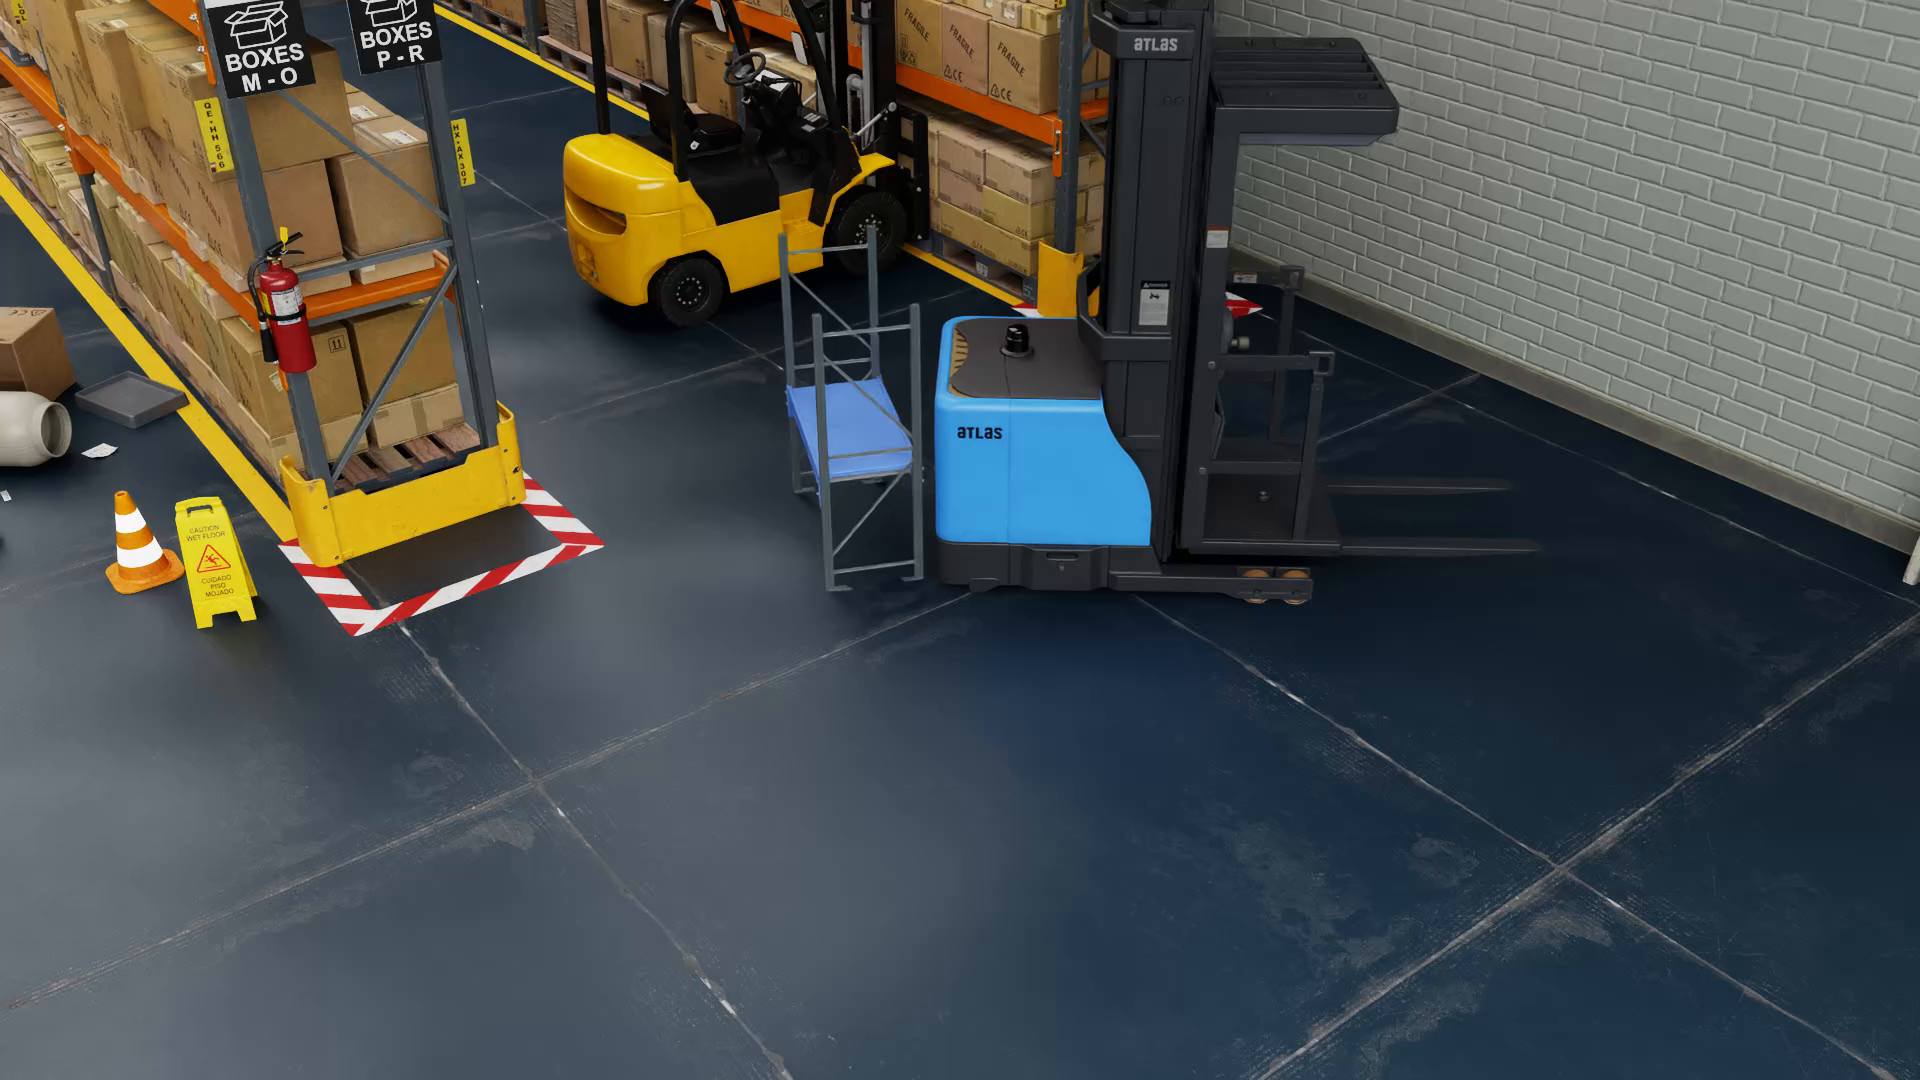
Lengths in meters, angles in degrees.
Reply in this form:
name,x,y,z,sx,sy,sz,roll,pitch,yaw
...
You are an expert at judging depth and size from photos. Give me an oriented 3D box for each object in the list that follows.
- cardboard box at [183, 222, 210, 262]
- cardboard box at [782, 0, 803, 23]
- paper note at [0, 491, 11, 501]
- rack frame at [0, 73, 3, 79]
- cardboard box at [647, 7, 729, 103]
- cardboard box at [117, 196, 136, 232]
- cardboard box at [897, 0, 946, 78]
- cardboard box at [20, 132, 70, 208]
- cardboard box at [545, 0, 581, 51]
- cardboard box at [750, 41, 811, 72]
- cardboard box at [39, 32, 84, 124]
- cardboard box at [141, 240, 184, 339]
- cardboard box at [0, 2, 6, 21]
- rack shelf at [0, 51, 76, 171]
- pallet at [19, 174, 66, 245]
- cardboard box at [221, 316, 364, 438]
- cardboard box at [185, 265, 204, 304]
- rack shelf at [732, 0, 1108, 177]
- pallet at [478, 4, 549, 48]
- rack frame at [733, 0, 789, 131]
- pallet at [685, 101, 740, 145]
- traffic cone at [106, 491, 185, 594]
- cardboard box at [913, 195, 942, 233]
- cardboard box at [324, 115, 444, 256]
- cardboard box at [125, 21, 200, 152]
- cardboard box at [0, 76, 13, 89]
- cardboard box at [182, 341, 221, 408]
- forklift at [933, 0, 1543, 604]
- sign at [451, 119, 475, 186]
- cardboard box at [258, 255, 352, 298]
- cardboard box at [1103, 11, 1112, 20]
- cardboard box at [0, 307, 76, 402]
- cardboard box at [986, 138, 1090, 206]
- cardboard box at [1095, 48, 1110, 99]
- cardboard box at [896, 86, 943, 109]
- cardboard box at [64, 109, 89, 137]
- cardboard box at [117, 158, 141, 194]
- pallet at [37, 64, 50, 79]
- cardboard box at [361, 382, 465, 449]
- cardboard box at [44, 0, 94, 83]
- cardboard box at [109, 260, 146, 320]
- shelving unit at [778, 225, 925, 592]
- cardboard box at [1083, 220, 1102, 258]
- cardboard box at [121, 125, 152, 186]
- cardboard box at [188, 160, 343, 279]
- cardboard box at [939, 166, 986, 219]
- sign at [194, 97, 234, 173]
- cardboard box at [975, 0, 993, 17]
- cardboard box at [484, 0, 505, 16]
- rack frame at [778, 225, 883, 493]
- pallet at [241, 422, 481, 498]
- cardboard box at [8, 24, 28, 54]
name,x,y,z,sx,sy,sz,roll,pitch,yaw
cardboard box,-3.835,-1.609,8.735,0.380,0.149,0.250,-22,38,-31
cardboard box,-1.008,-4.184,12.548,0.500,0.500,0.500,-22,38,-31
paper note,-5.241,-0.243,9.131,0.032,0.001,0.123,-22,38,-31
rack frame,-7.777,-4.682,13.445,1.000,3.000,0.127,-22,38,-31
cardboard box,-2.204,-4.332,14.734,0.875,0.625,0.625,-23,38,-32
cardboard box,-4.830,-2.001,10.011,0.380,0.149,0.250,-21,37,-30
cardboard box,-0.088,-3.551,11.529,0.500,0.500,0.500,-23,39,-32
cardboard box,-6.519,-2.883,12.641,0.950,0.372,0.625,-21,37,-30
cardboard box,-3.487,-5.195,16.124,0.875,0.625,0.625,-21,38,-30
cardboard box,-1.357,-3.754,13.212,0.500,0.250,0.500,-23,39,-32
cardboard box,-5.275,-2.910,10.216,0.500,0.500,0.500,-22,38,-32
cardboard box,-4.522,-1.575,9.940,0.500,0.500,0.500,-20,37,-29
cardboard box,-6.406,-3.904,11.418,0.500,0.500,0.500,-21,37,-30
rack shelf,-6.551,-3.543,12.293,1.077,0.370,4.000,-22,38,-31
pallet,-6.555,-2.663,12.838,1.003,0.211,1.213,-22,38,-31
cardboard box,-3.569,-0.926,8.896,0.500,0.500,0.500,-22,38,-31
cardboard box,-3.999,-1.439,9.106,0.380,0.149,0.250,-22,38,-31
rack shelf,-0.179,-3.483,12.197,1.077,0.370,4.000,-22,38,-31
pallet,-4.287,-5.428,17.290,1.003,0.211,1.213,-22,38,-31
rack frame,-1.406,-4.622,13.349,1.000,3.000,0.127,-22,38,-31
pallet,-1.888,-3.732,14.559,1.003,0.211,1.213,-22,38,-31
traffic cone,-4.154,-0.032,8.363,0.336,0.463,0.334,-22,38,-31
cardboard box,-0.088,-2.481,12.110,0.500,0.250,0.500,-22,38,-31
cardboard box,-2.943,-1.804,8.435,0.500,0.500,0.500,-23,39,-32
cardboard box,-3.662,-2.297,8.281,0.700,0.500,0.500,-22,38,-31
cardboard box,-8.135,-4.273,14.402,0.875,0.875,0.875,-23,38,-32
cardboard box,-4.217,-1.043,9.794,0.500,0.250,0.500,-24,39,-33
forklift,1.396,-1.214,7.926,3.031,2.935,1.130,1,32,2
sign,-2.443,-1.891,8.131,0.100,0.325,0.005,-22,38,-31
cardboard box,-3.270,-1.328,8.283,0.380,0.149,0.250,-21,37,-30
cardboard box,1.044,-3.499,10.831,0.380,0.149,0.250,-23,39,-33
cardboard box,-5.742,-1.067,9.992,0.500,0.500,0.500,1,32,2
cardboard box,0.518,-2.481,11.163,0.500,0.250,0.500,-21,37,-30
cardboard box,0.963,-3.294,11.116,0.500,0.500,0.500,-21,37,-30
cardboard box,-0.422,-3.113,12.180,0.500,0.250,0.500,-23,39,-32
cardboard box,-5.385,-2.673,10.449,0.380,0.149,0.250,-22,38,-32
cardboard box,-4.608,-2.137,9.586,0.380,0.149,0.250,-22,38,-31
pallet,-5.678,-3.299,11.400,1.003,0.211,1.213,-22,38,-31
cardboard box,-3.148,-0.784,9.377,0.500,0.250,0.500,-23,38,-32
cardboard box,-4.643,-2.917,9.279,0.700,0.500,0.500,-23,39,-32
cardboard box,-5.176,-1.692,10.839,0.500,0.250,0.500,-24,39,-33
shelving unit,-0.552,-0.675,8.415,0.538,1.500,1.048,-7,33,-12
cardboard box,0.900,-2.234,11.711,0.500,0.250,0.500,-22,38,-31
cardboard box,-4.325,-2.291,9.219,0.500,0.500,0.500,-22,38,-31
cardboard box,-3.422,-1.654,8.193,0.500,0.500,0.500,-23,39,-32
cardboard box,0.203,-2.492,11.654,0.500,0.250,0.500,-23,38,-32
sign,-3.322,-1.803,7.413,0.100,0.325,0.005,-22,38,-31
cardboard box,0.322,-3.552,10.917,0.380,0.149,0.250,-21,38,-31
cardboard box,-4.586,-5.725,17.095,0.500,0.500,0.500,-23,39,-32
rack frame,-0.675,-0.935,8.834,0.500,1.500,0.032,-7,33,-12
pallet,-3.388,-0.545,9.427,1.003,0.211,1.213,-22,38,-31
cardboard box,-6.192,-3.423,11.259,0.380,0.149,0.250,-23,39,-32
